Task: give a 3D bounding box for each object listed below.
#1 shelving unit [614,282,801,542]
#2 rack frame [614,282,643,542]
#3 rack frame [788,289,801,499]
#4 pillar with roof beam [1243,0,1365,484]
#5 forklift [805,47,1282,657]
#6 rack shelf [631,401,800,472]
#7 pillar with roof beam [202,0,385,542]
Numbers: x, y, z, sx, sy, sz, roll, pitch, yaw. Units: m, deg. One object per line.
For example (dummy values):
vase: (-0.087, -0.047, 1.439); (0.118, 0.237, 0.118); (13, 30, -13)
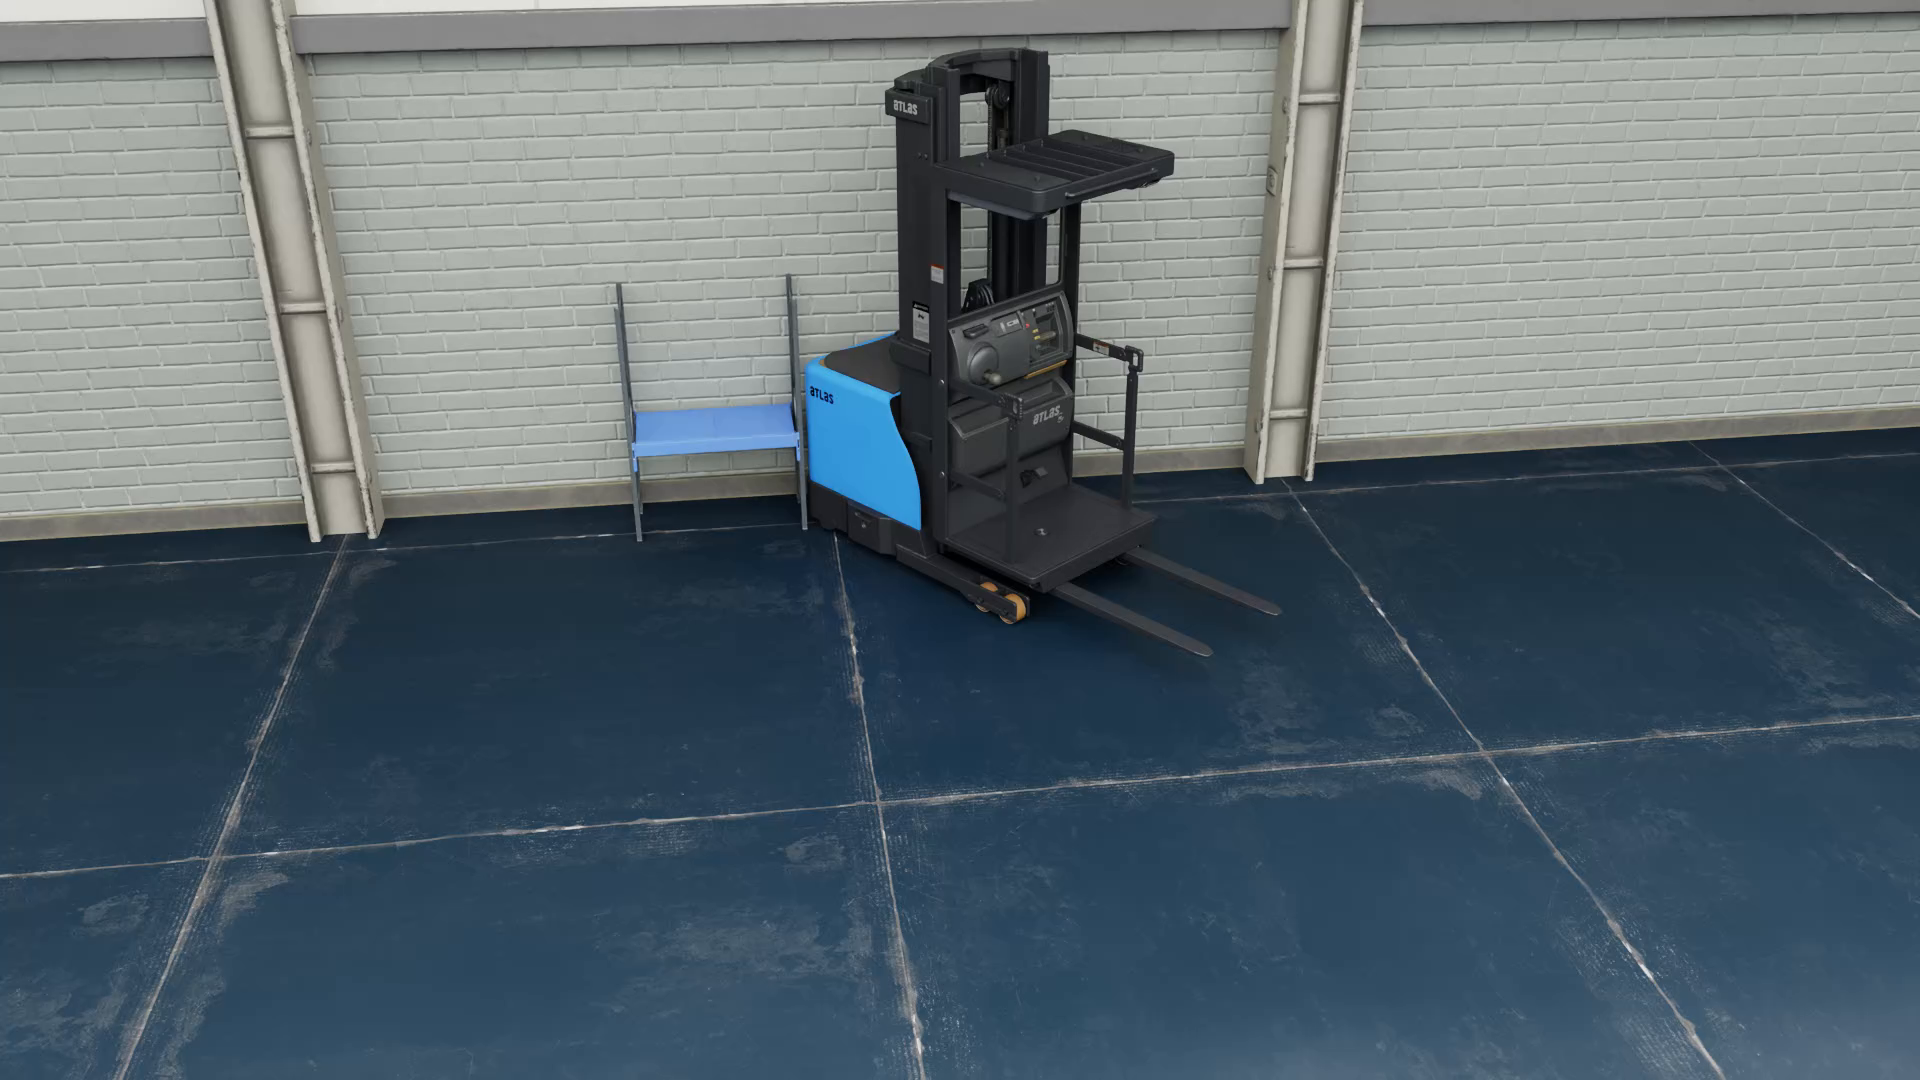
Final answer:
shelving unit: (-1.513, -0.806, 10.177); (1.039, 1.500, 0.538); (-4, 27, -8)
rack frame: (-2.010, -0.769, 10.105); (0.032, 1.500, 0.500); (-4, 27, -8)
rack frame: (-1.007, -0.844, 10.252); (0.013, 1.308, 0.475); (-4, 27, -8)
pillar with roof beam: (2.724, -2.509, 5.282); (0.400, 9.000, 9.100); (-4, 27, -7)
forklift: (0.444, -1.100, 9.184); (1.130, 2.935, 3.031); (-24, 36, -39)
rack shelf: (-1.508, -0.646, 10.260); (1.000, 0.185, 0.538); (-4, 27, -8)
pillar with roof beam: (-3.218, -2.127, 4.539); (0.400, 9.000, 9.100); (-4, 27, -7)
